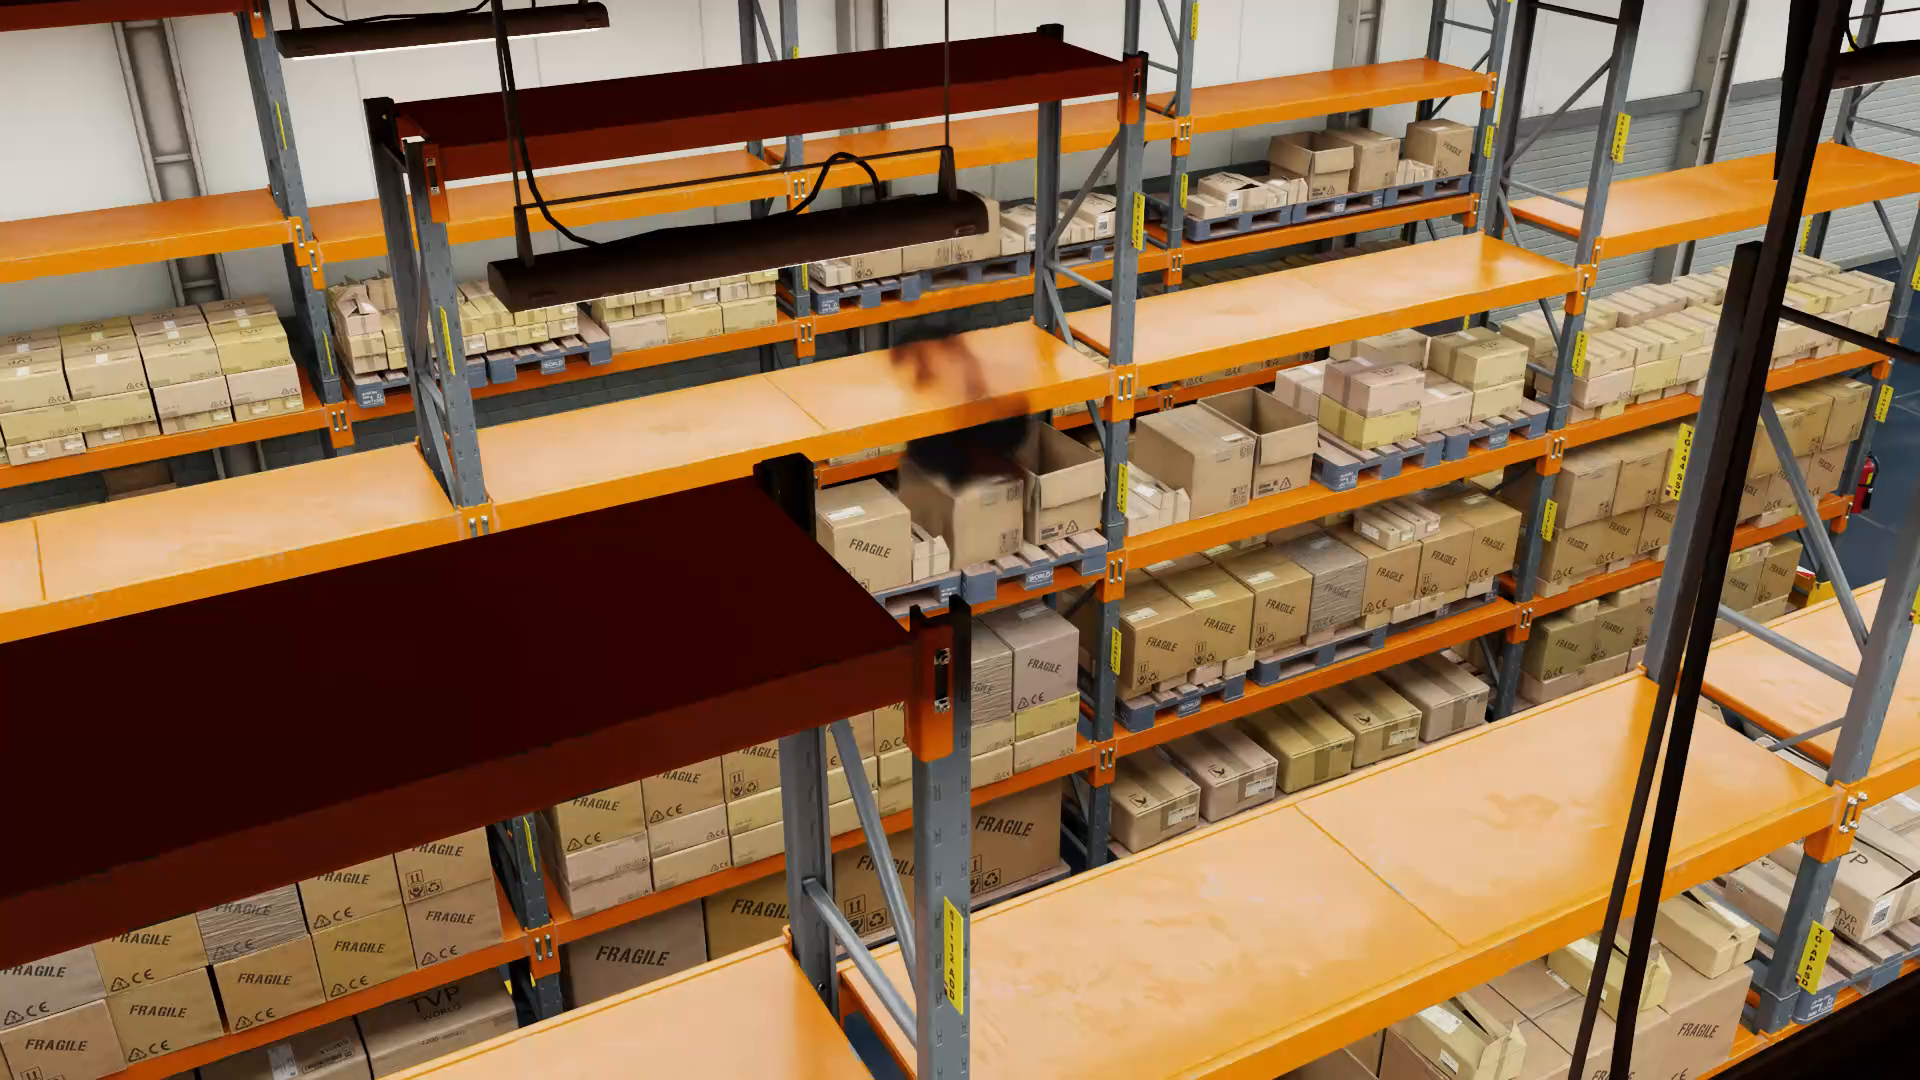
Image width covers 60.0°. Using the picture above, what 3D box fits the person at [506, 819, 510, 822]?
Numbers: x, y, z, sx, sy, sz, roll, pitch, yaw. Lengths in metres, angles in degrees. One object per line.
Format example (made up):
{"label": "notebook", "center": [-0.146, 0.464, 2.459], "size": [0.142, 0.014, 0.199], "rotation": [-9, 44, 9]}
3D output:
{"label": "person", "center": [-3.160, 1.611, 12.174], "size": [0.591, 1.658, 0.625], "rotation": [-16, 32, -27]}
